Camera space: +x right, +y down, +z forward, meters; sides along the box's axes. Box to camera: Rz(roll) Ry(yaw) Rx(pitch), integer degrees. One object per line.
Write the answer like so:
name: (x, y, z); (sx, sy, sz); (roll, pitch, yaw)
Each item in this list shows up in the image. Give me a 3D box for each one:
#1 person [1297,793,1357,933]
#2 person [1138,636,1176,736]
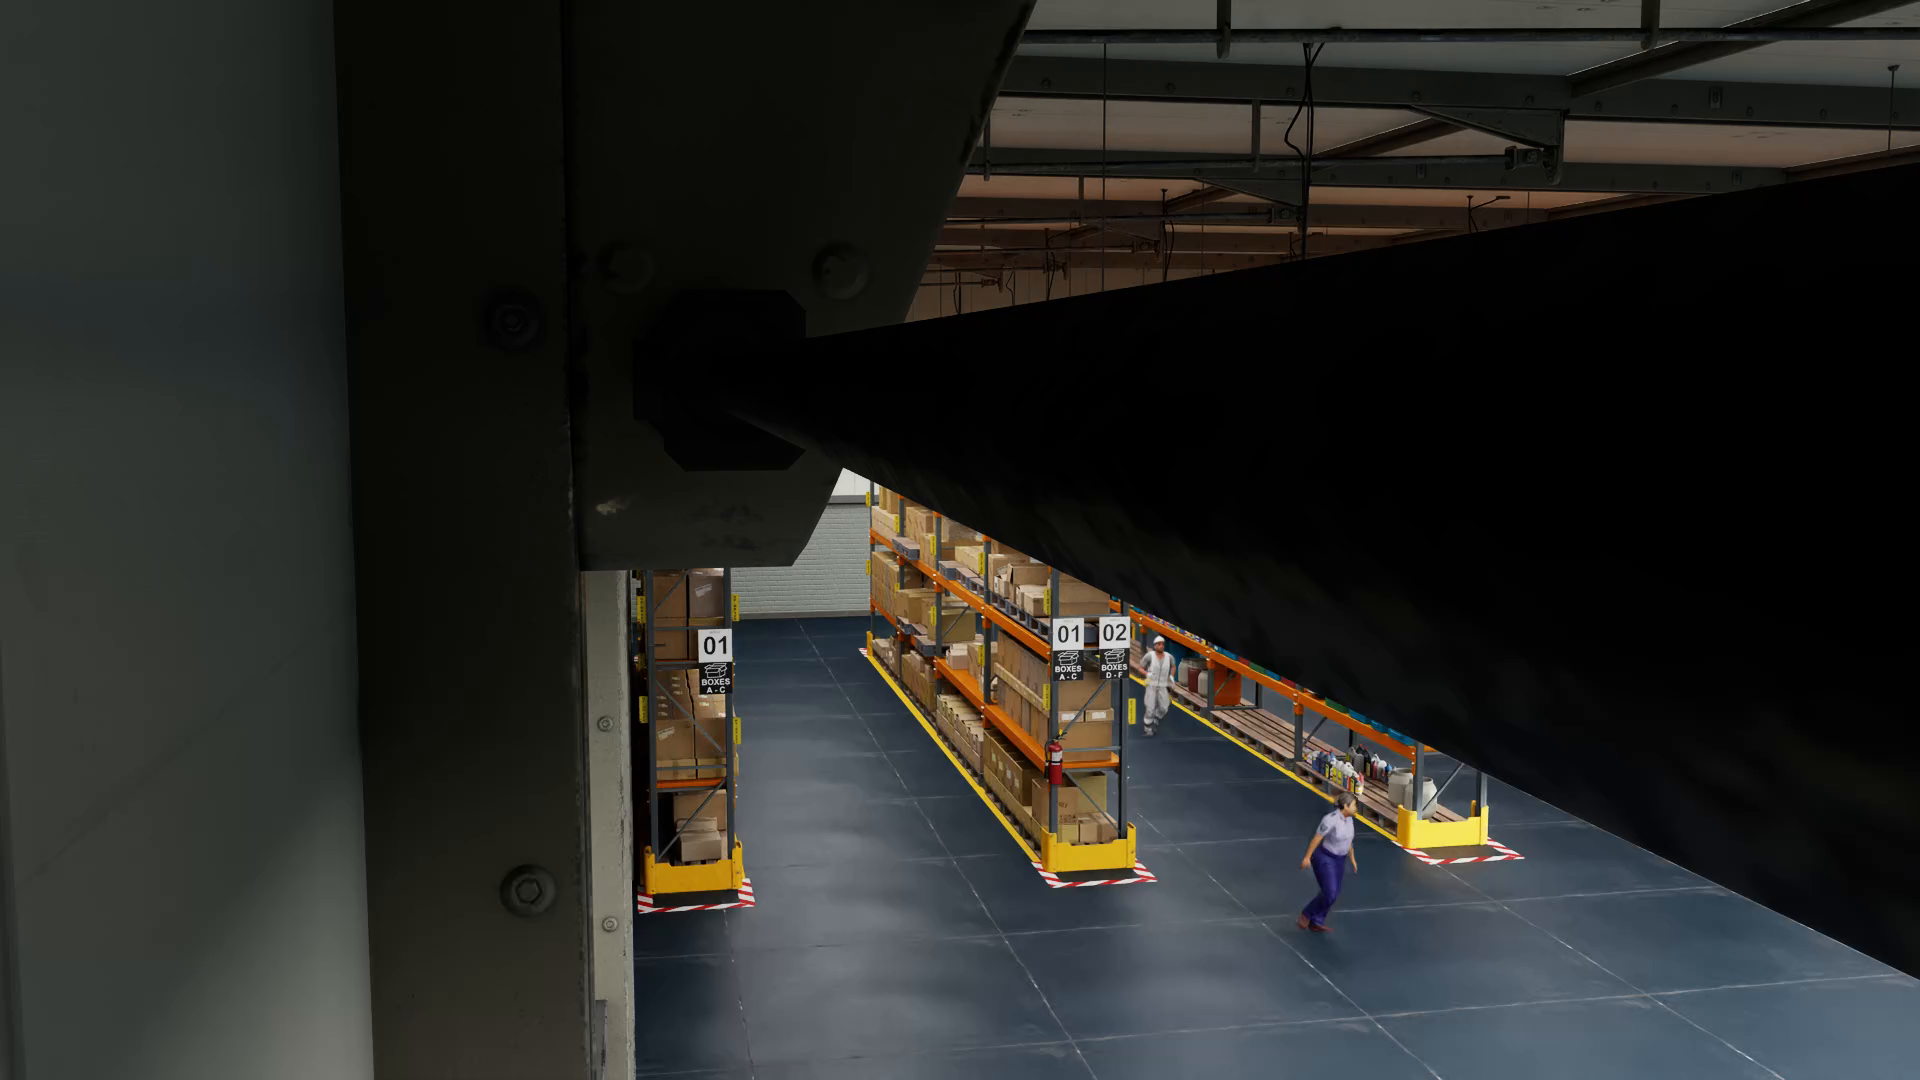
person: (4.107, 3.607, 18.567); (0.528, 1.616, 0.650); (5, 8, 41)
person: (3.392, 2.508, 28.337); (0.704, 1.734, 0.594); (-1, 6, -8)
